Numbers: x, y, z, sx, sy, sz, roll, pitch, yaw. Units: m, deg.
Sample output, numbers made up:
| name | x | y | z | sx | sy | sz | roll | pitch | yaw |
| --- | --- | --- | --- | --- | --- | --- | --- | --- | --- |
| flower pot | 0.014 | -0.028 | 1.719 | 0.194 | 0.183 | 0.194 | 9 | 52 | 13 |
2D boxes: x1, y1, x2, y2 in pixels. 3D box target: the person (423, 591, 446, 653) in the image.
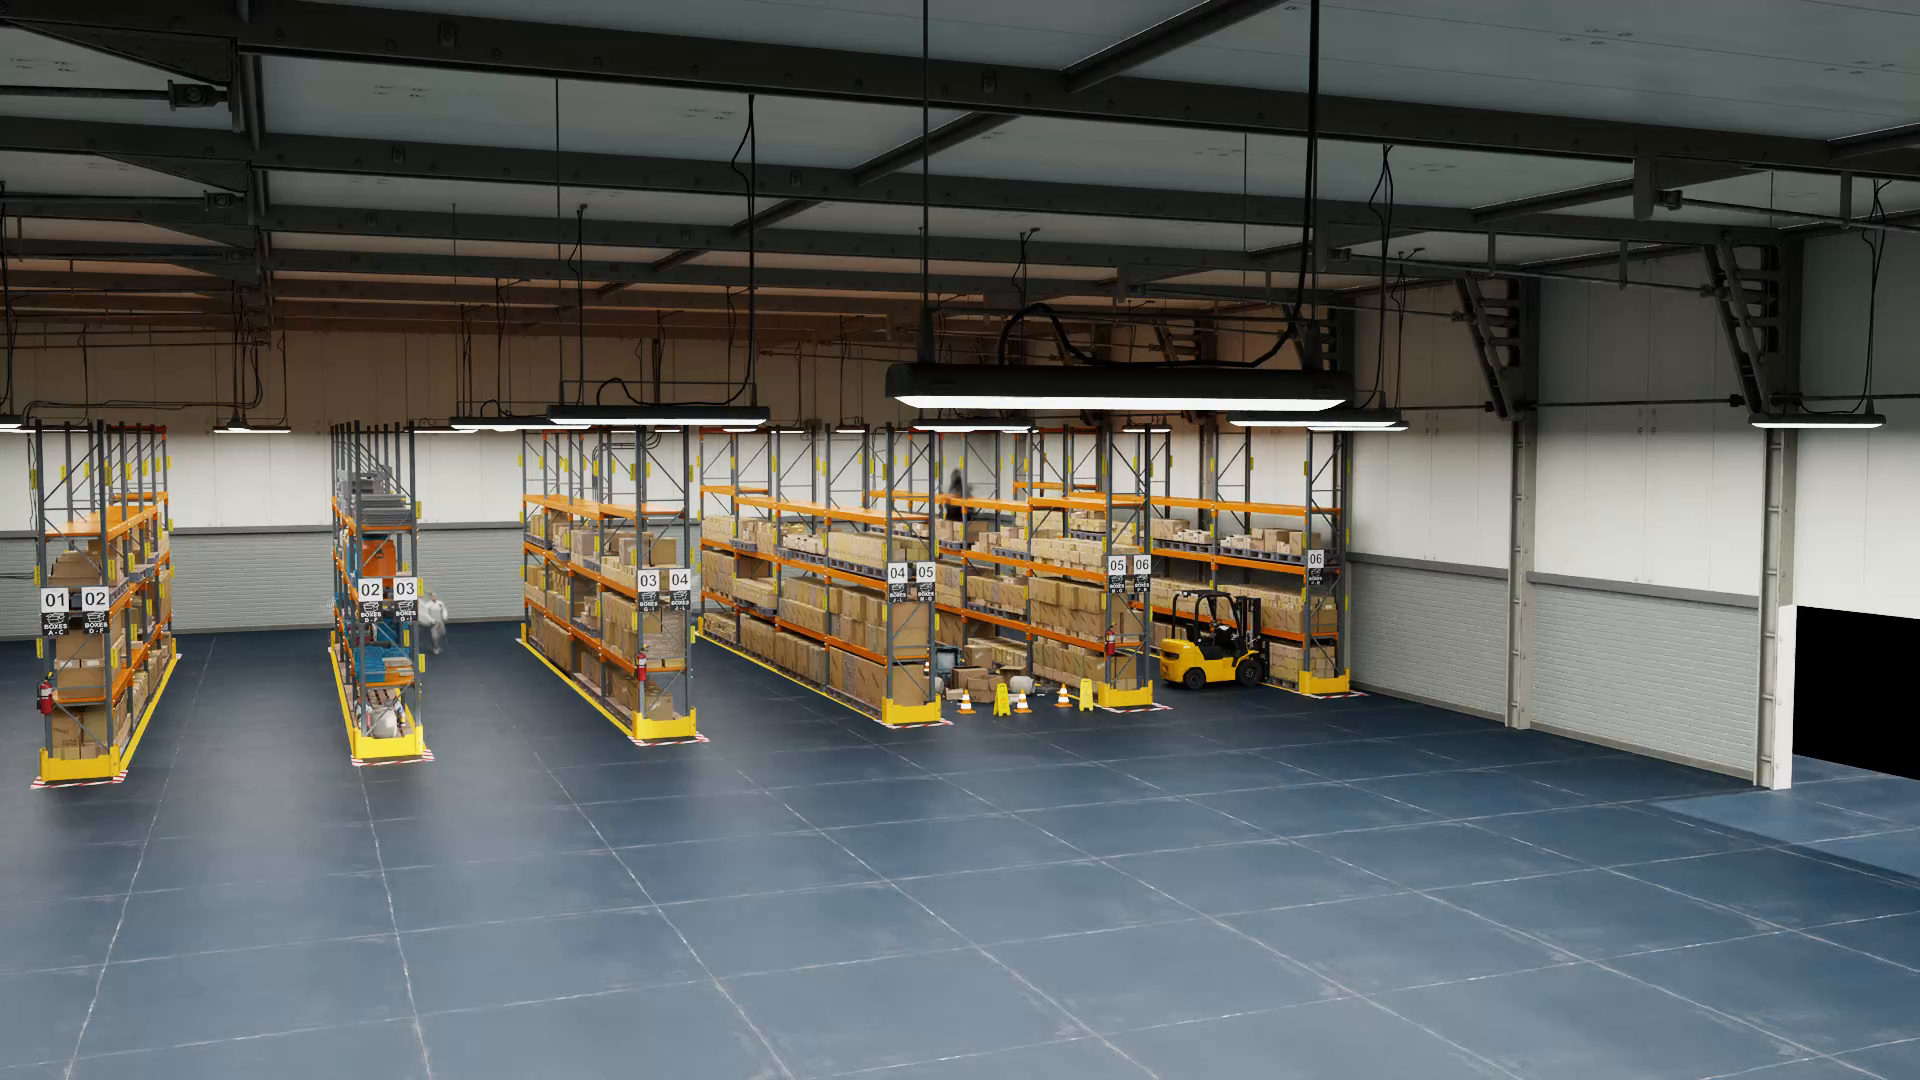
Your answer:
| name | x | y | z | sx | sy | sz | roll | pitch | yaw |
| --- | --- | --- | --- | --- | --- | --- | --- | --- | --- |
| person | -13.769 | 2.159 | 43.708 | 0.644 | 1.659 | 0.542 | -3 | 4 | -36 |

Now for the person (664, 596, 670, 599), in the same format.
| name | x | y | z | sx | sy | sz | roll | pitch | yaw |
| --- | --- | --- | --- | --- | --- | --- | --- | --- | --- |
| person | -7.880 | 2.026 | 45.545 | 0.694 | 1.727 | 0.670 | -1 | 4 | -18 |

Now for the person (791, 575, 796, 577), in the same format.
| name | x | y | z | sx | sy | sz | roll | pitch | yaw |
| --- | --- | --- | --- | --- | --- | --- | --- | --- | --- |
| person | -4.712 | 1.860 | 47.147 | 0.704 | 1.761 | 1.049 | -2 | 4 | -26 |
